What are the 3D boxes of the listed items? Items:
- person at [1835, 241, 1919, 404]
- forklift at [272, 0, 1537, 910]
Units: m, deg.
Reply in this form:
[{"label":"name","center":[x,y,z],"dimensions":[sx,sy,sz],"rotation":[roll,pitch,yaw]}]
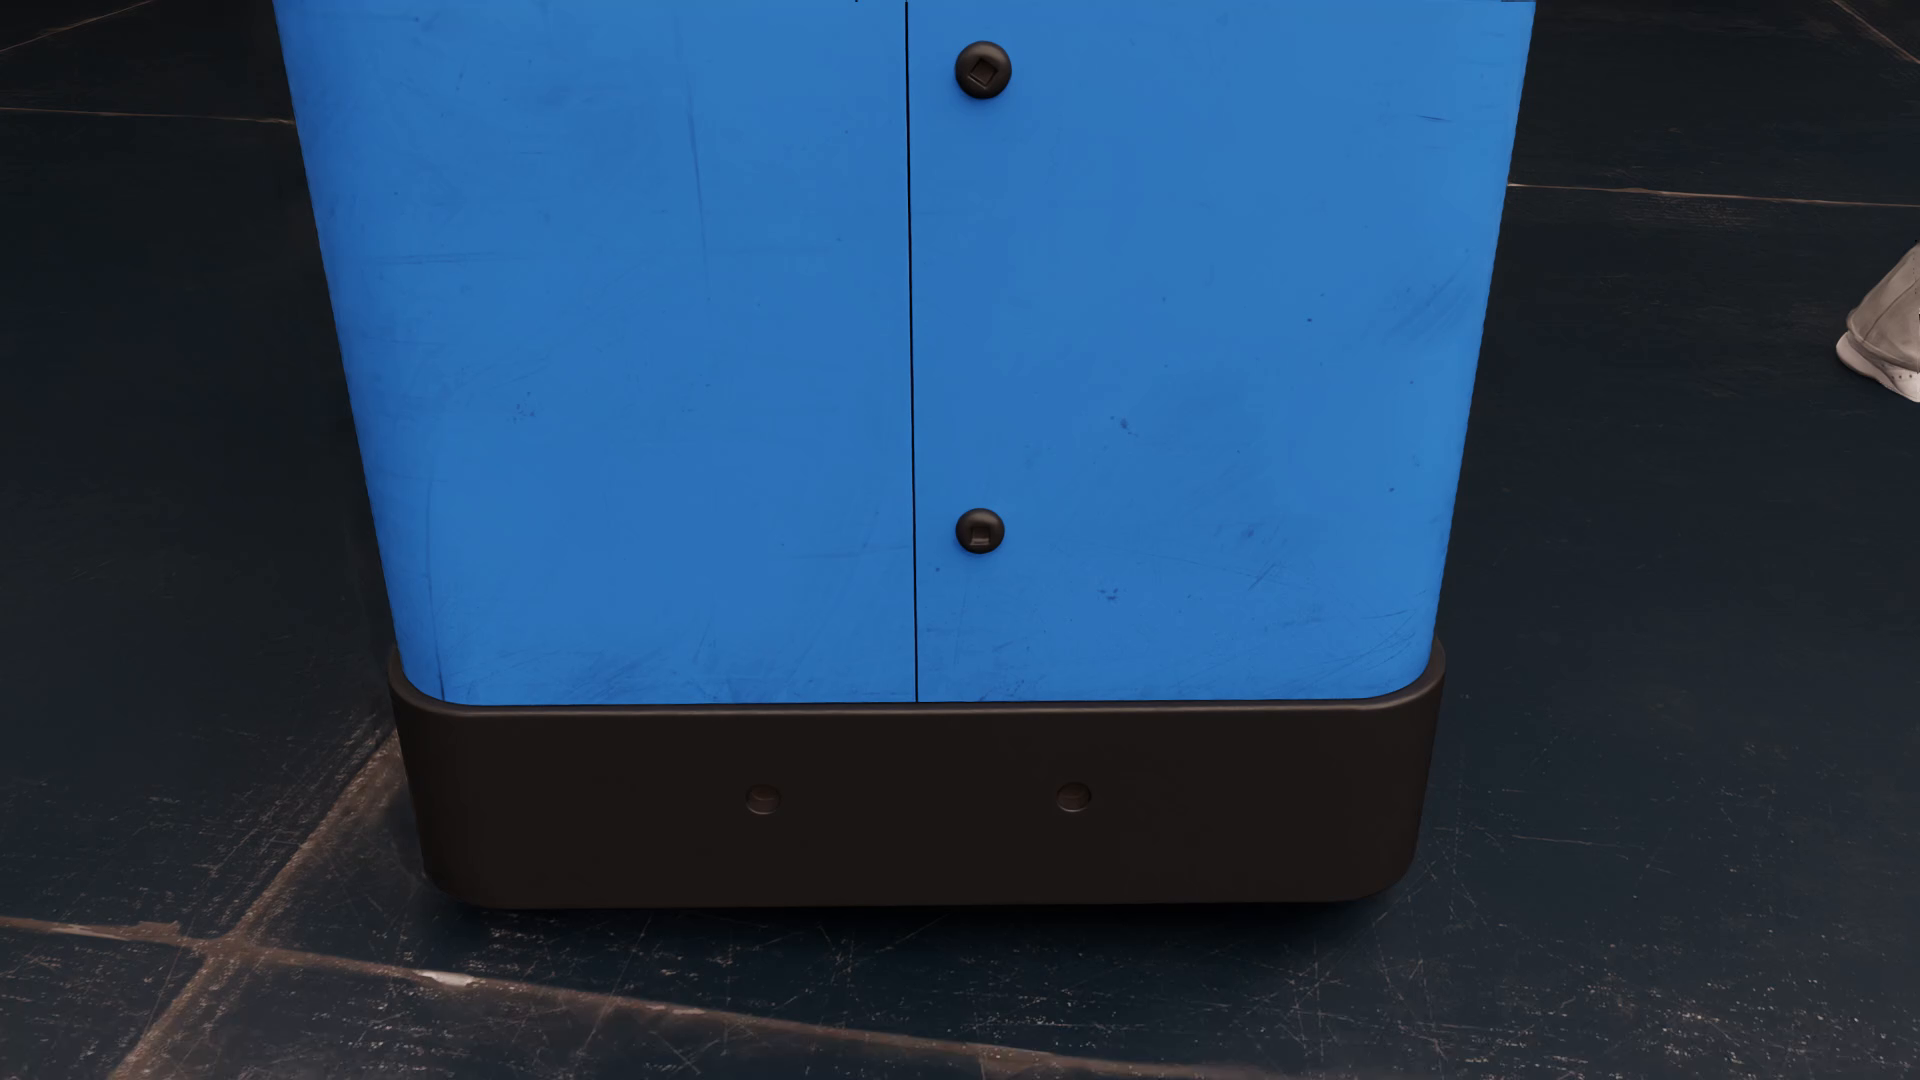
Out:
[{"label":"person","center":[1.869,-0.975,2.631],"dimensions":[0.782,1.647,0.444],"rotation":[-16,33,-26]},{"label":"forklift","center":[-0.060,-1.582,2.331],"dimensions":[1.130,2.935,3.031],"rotation":[0,29,-1]}]
